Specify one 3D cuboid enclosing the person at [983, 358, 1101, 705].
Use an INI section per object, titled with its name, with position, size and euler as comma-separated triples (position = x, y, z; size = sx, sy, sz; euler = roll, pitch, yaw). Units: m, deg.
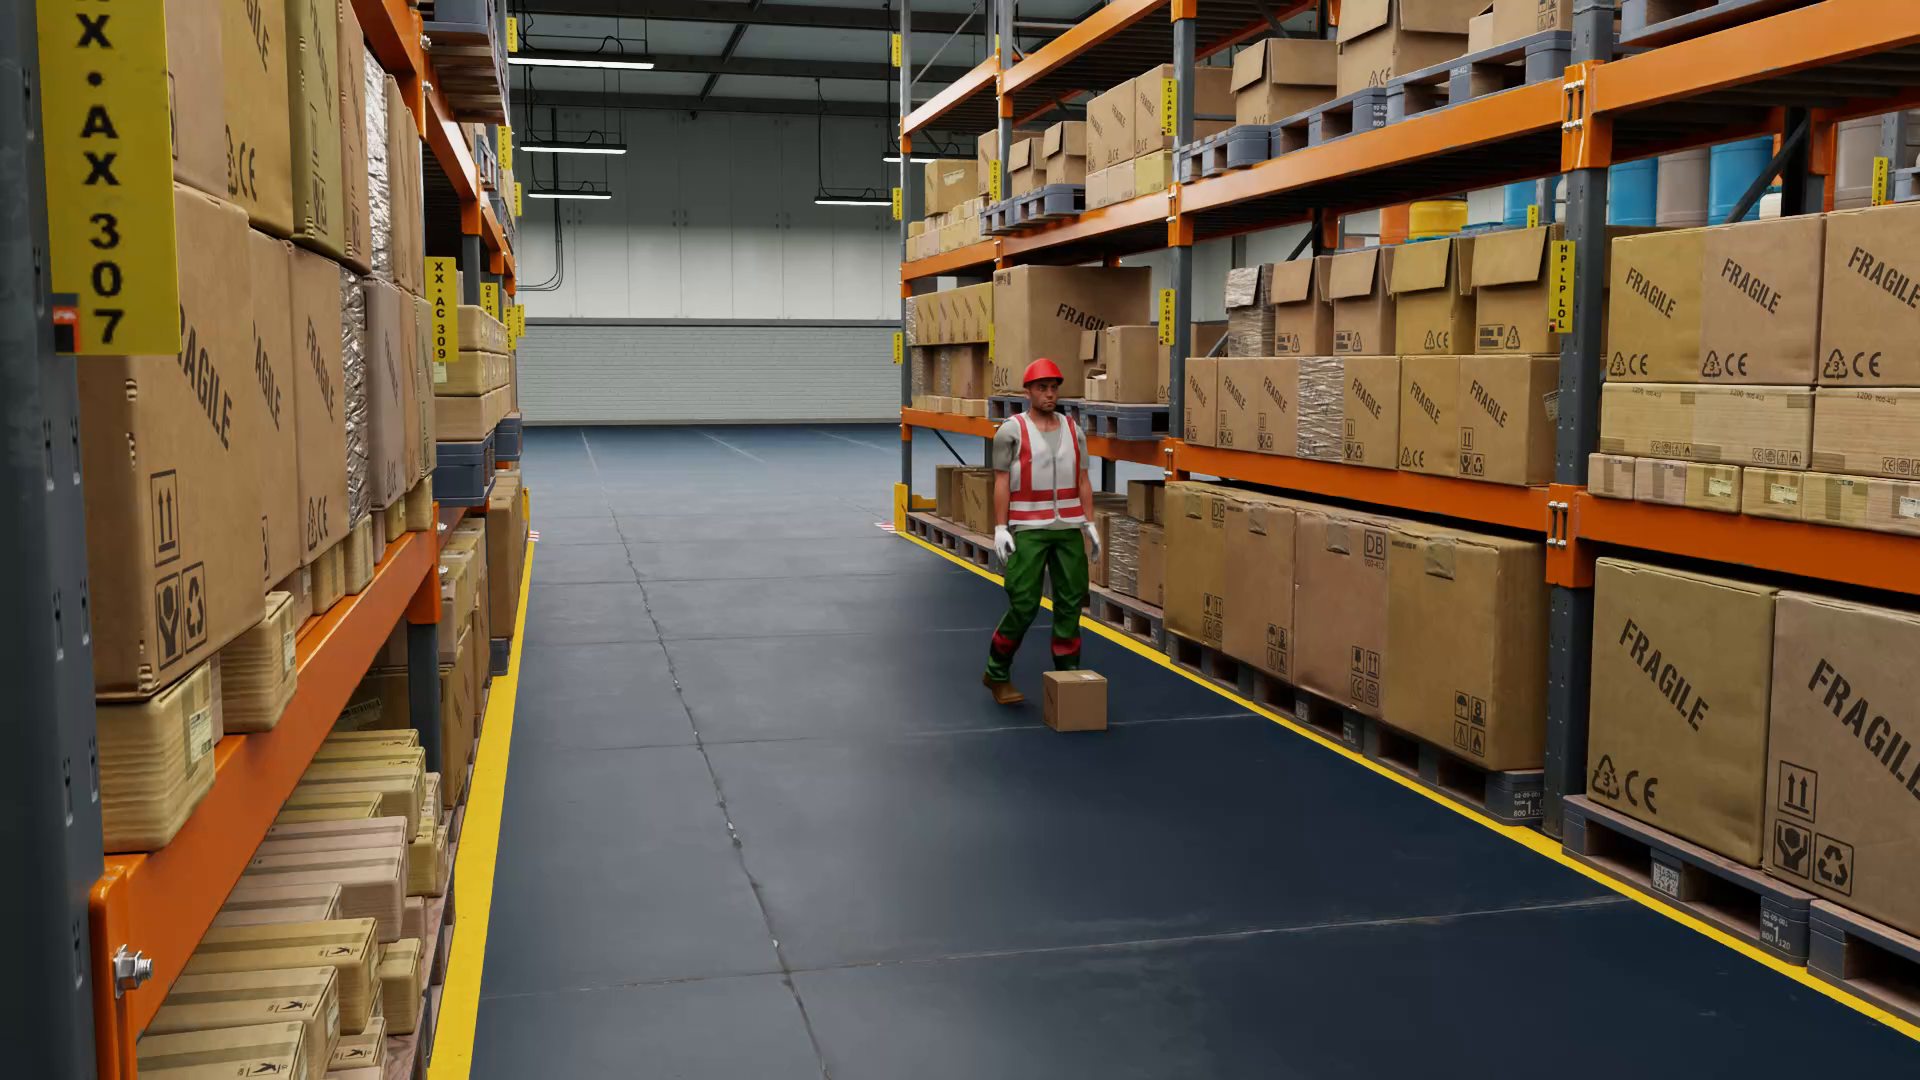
[person]
position = 0.459, -0.031, 8.520
size = 0.575, 1.790, 0.527
euler = -2, 6, -19
